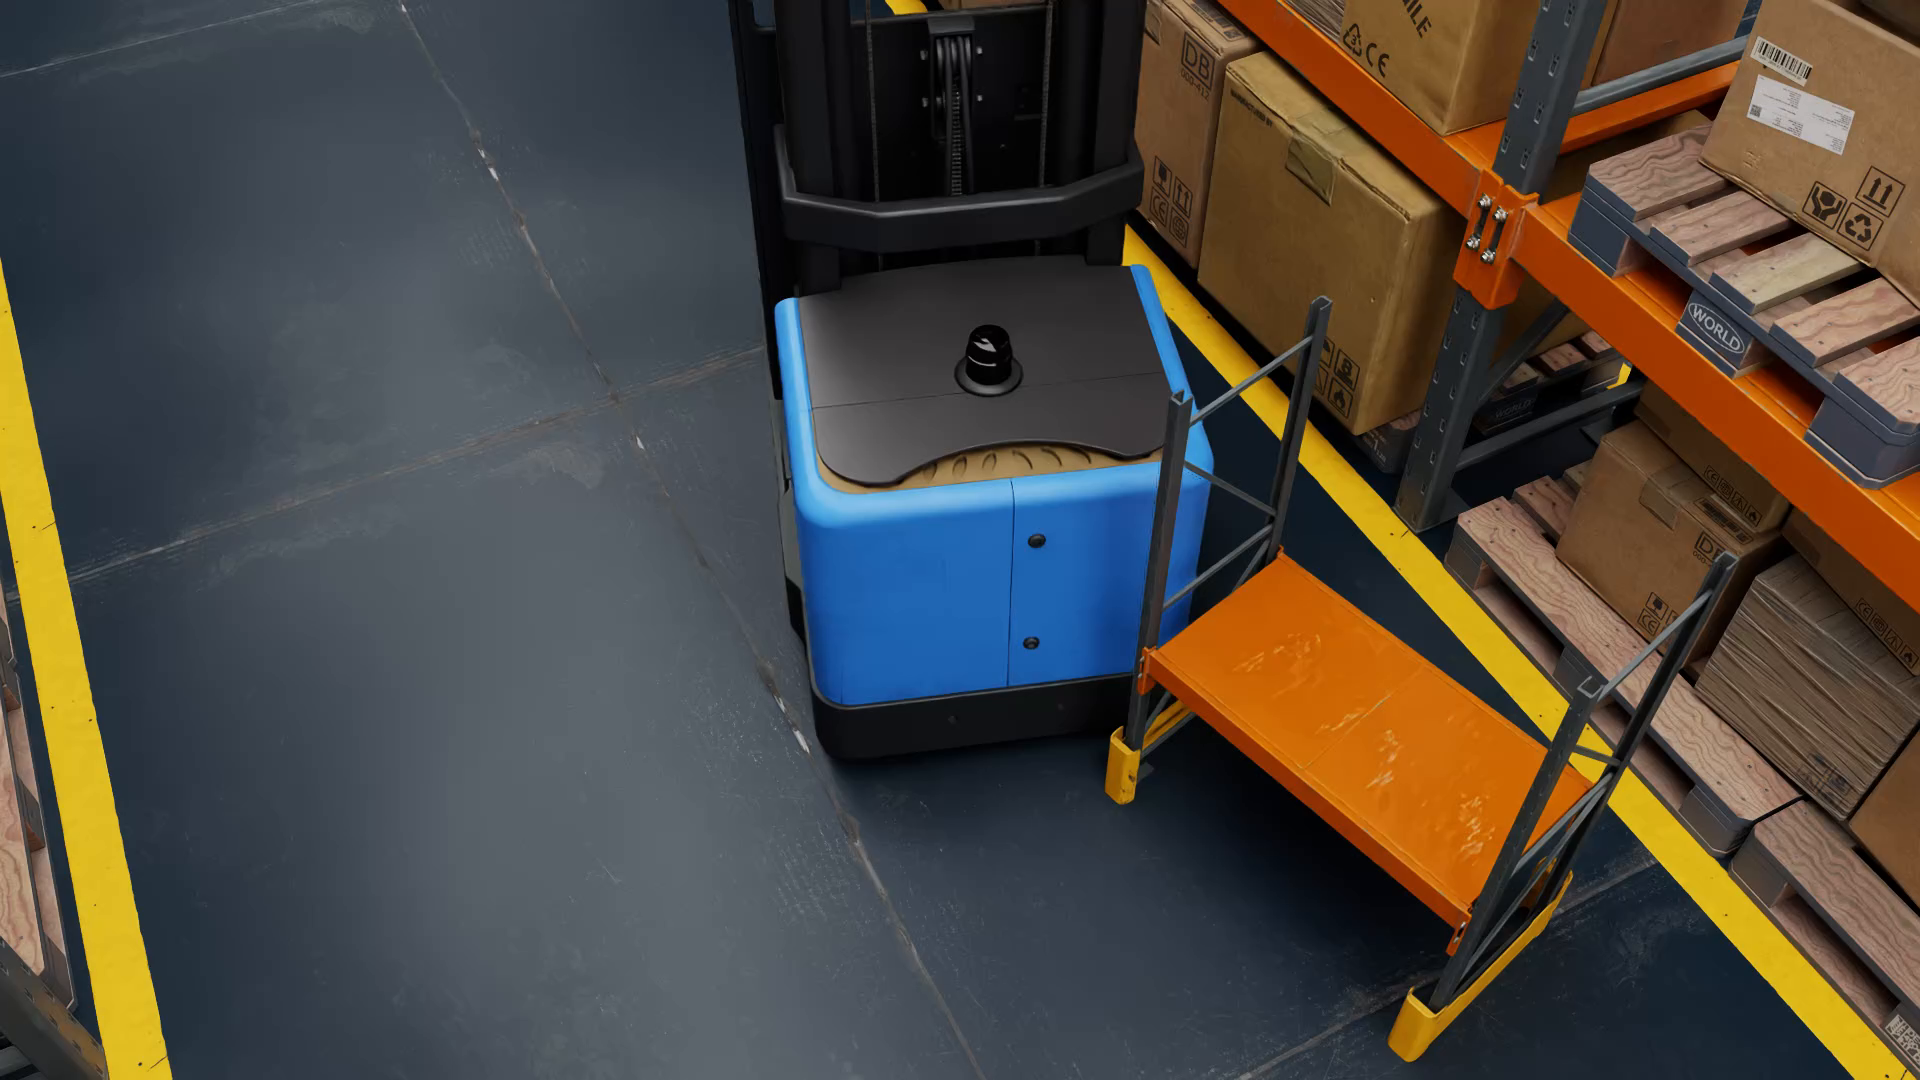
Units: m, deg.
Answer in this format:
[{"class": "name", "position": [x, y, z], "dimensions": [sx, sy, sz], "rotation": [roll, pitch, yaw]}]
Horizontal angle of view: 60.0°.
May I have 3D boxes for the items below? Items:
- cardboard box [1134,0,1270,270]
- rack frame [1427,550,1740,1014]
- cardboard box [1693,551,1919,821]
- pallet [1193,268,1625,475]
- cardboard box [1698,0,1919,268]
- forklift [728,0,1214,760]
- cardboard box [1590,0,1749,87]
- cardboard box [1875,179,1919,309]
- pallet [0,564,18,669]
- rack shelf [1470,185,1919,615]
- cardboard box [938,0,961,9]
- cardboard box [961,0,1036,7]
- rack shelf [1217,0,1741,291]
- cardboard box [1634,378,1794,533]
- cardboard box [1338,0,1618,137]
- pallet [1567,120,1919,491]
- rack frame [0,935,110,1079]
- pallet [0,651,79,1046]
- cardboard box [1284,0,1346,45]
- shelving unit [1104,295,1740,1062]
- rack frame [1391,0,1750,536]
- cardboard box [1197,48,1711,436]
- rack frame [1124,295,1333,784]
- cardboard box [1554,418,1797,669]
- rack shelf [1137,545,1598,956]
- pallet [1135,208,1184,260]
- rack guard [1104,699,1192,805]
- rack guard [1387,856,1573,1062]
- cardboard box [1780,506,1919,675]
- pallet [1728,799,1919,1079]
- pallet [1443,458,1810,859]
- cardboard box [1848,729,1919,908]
[{"class": "cardboard box", "position": [1.158, -1.720, 5.894], "dimensions": [1.225, 0.875, 0.875], "rotation": [-21, 52, -17]}, {"class": "rack frame", "position": [1.317, 0.647, 3.688], "dimensions": [0.500, 1.500, 0.032], "rotation": [-34, 57, -26]}, {"class": "cardboard box", "position": [2.446, 0.273, 4.387], "dimensions": [0.700, 0.500, 0.500], "rotation": [-25, 53, -20]}, {"class": "pallet", "position": [1.562, -0.849, 5.852], "dimensions": [1.003, 0.211, 1.213], "rotation": [-21, 52, -18]}, {"class": "cardboard box", "position": [2.139, -1.037, 3.819], "dimensions": [0.500, 0.500, 0.500], "rotation": [-27, 54, -22]}, {"class": "forklift", "position": [-0.093, -1.482, 4.599], "dimensions": [1.130, 2.935, 3.031], "rotation": [-6, 49, -6]}, {"class": "cardboard box", "position": [1.876, -1.665, 4.647], "dimensions": [0.500, 0.500, 0.500], "rotation": [-20, 52, -16]}, {"class": "cardboard box", "position": [2.483, -0.698, 3.522], "dimensions": [0.700, 0.500, 0.500], "rotation": [-14, 50, -12]}, {"class": "pallet", "position": [-3.500, 0.082, 5.038], "dimensions": [1.003, 0.211, 1.213], "rotation": [-21, 52, -18]}, {"class": "rack shelf", "position": [2.771, 0.362, 3.418], "dimensions": [1.077, 0.370, 4.000], "rotation": [-21, 52, -18]}, {"class": "cardboard box", "position": [0.336, -2.908, 6.933], "dimensions": [1.225, 0.875, 0.875], "rotation": [-21, 52, -17]}, {"class": "cardboard box", "position": [0.746, -2.310, 6.410], "dimensions": [1.225, 0.875, 0.875], "rotation": [-23, 53, -19]}, {"class": "rack shelf", "position": [0.941, -2.315, 5.760], "dimensions": [1.077, 0.370, 4.000], "rotation": [-21, 52, -18]}, {"class": "cardboard box", "position": [2.189, -0.344, 4.428], "dimensions": [0.500, 0.250, 0.500], "rotation": [-19, 52, -16]}, {"class": "cardboard box", "position": [1.410, -1.491, 4.495], "dimensions": [0.500, 0.500, 0.500], "rotation": [-20, 52, -16]}, {"class": "pallet", "position": [2.277, -0.710, 4.005], "dimensions": [1.213, 0.211, 1.003], "rotation": [-21, 52, -18]}, {"class": "rack frame", "position": [-2.548, 0.493, 2.826], "dimensions": [1.000, 3.000, 0.127], "rotation": [-21, 52, -18]}, {"class": "pallet", "position": [-2.946, 0.898, 4.325], "dimensions": [1.003, 0.211, 1.213], "rotation": [-21, 52, -18]}, {"class": "cardboard box", "position": [1.187, -1.827, 4.789], "dimensions": [0.500, 0.500, 0.500], "rotation": [-22, 52, -18]}, {"class": "shelving unit", "position": [0.972, 0.356, 3.942], "dimensions": [0.587, 1.500, 1.083], "rotation": [-34, 57, -26]}, {"class": "rack frame", "position": [1.856, -1.213, 4.318], "dimensions": [1.000, 3.000, 0.127], "rotation": [-21, 52, -18]}, {"class": "cardboard box", "position": [1.559, -1.121, 5.370], "dimensions": [1.225, 0.875, 0.875], "rotation": [-23, 53, -19]}, {"class": "rack frame", "position": [0.640, 0.076, 4.187], "dimensions": [0.500, 1.500, 0.032], "rotation": [-34, 57, -26]}, {"class": "cardboard box", "position": [2.180, -0.094, 4.707], "dimensions": [0.700, 0.500, 0.500], "rotation": [-24, 53, -19]}, {"class": "rack shelf", "position": [0.978, 0.480, 4.073], "dimensions": [0.538, 0.185, 1.000], "rotation": [-34, 57, -26]}, {"class": "pallet", "position": [1.008, -1.664, 6.565], "dimensions": [1.003, 0.211, 1.213], "rotation": [-21, 52, -18]}, {"class": "rack guard", "position": [0.641, 0.488, 4.657], "dimensions": [0.587, 0.250, 0.087], "rotation": [-34, 57, -26]}, {"class": "rack guard", "position": [1.304, 1.047, 4.168], "dimensions": [0.587, 0.250, 0.087], "rotation": [-34, 57, -26]}, {"class": "cardboard box", "position": [2.441, 0.008, 4.121], "dimensions": [0.500, 0.250, 0.500], "rotation": [-16, 51, -13]}, {"class": "pallet", "position": [2.767, 1.044, 4.197], "dimensions": [1.003, 0.211, 1.213], "rotation": [-21, 52, -18]}, {"class": "pallet", "position": [2.212, 0.228, 4.910], "dimensions": [1.003, 0.211, 1.213], "rotation": [-21, 52, -18]}, {"class": "cardboard box", "position": [2.711, 0.650, 4.057], "dimensions": [0.700, 0.500, 0.500], "rotation": [-17, 51, -15]}]
